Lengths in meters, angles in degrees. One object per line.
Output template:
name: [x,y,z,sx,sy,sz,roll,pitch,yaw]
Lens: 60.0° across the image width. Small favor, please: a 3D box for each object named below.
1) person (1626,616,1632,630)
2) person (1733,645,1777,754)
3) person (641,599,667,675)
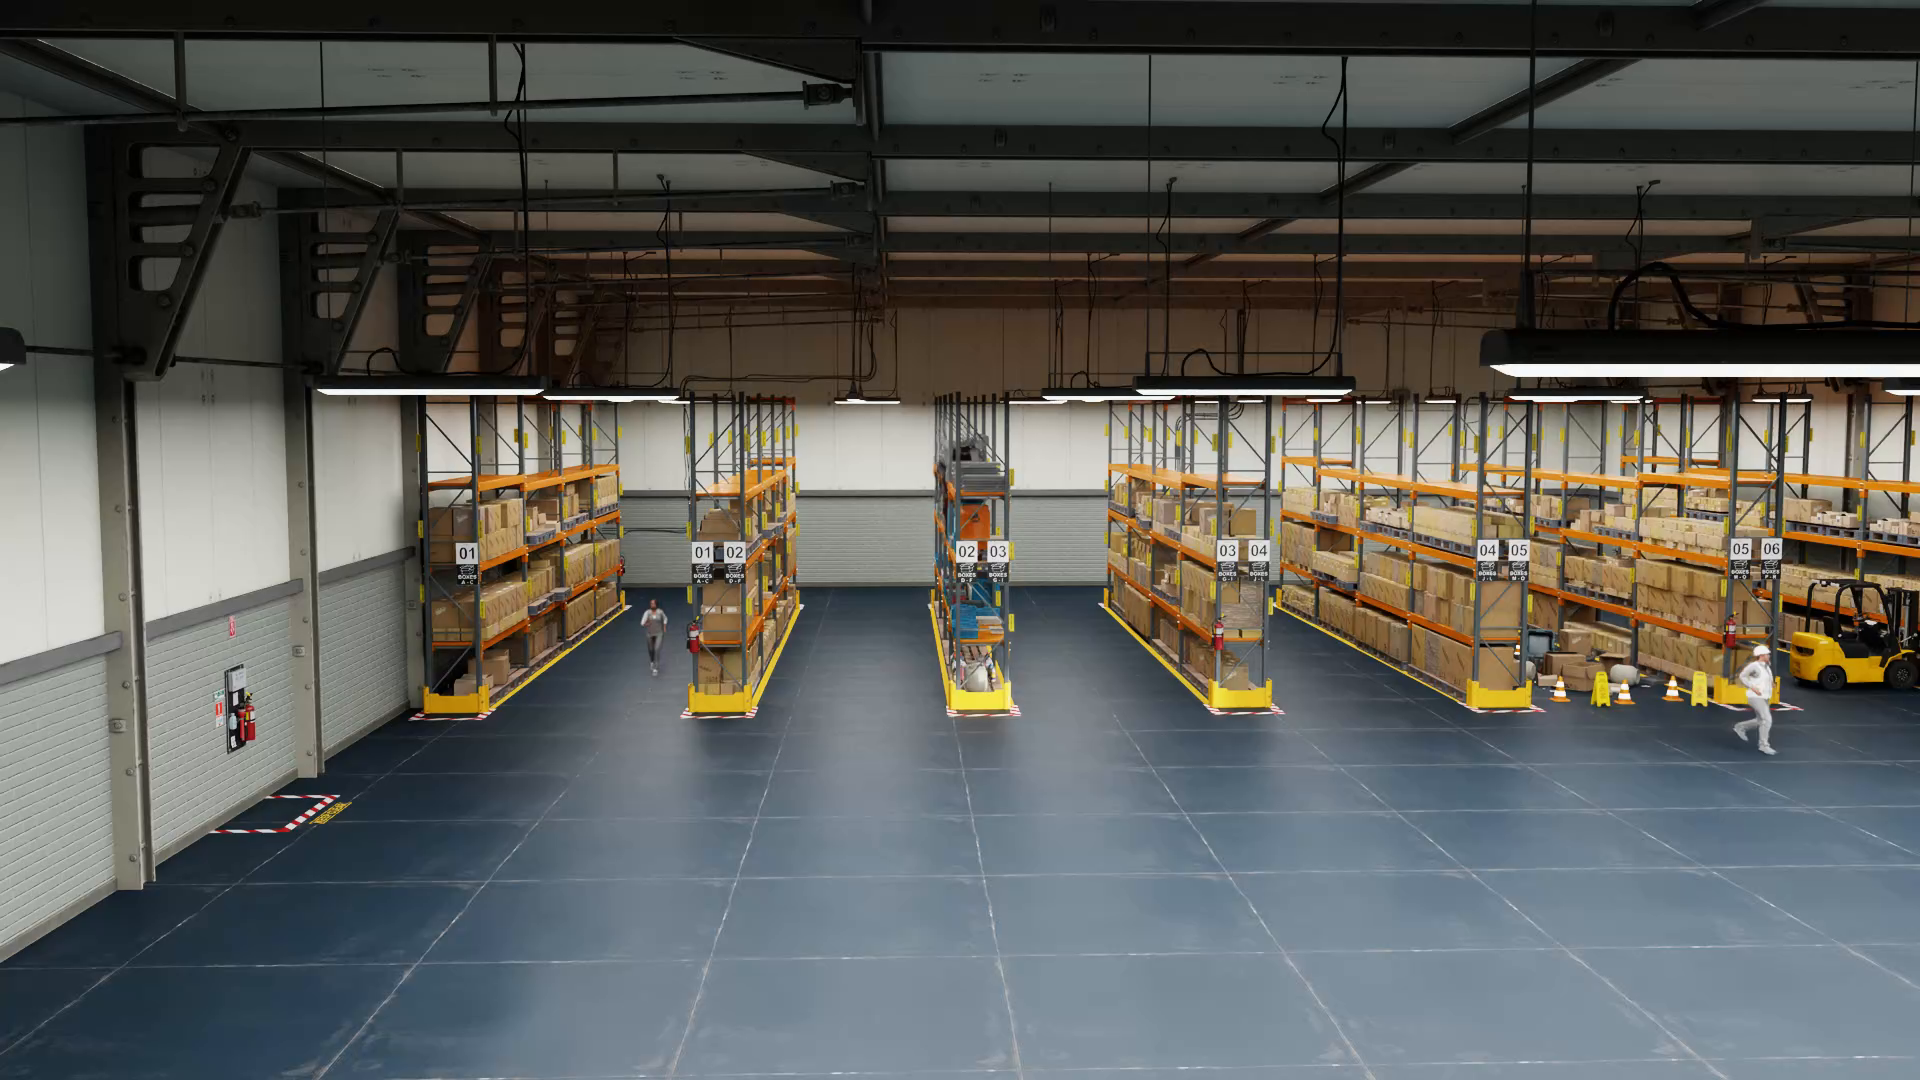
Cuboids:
person: [16.586,1.605,41.115,0.543,1.718,0.739,0,5,-6]
person: [13.388,2.639,27.868,0.670,1.752,0.880,-4,6,-39]
person: [-6.536,2.044,35.535,0.536,1.587,0.886,-1,5,-8]
